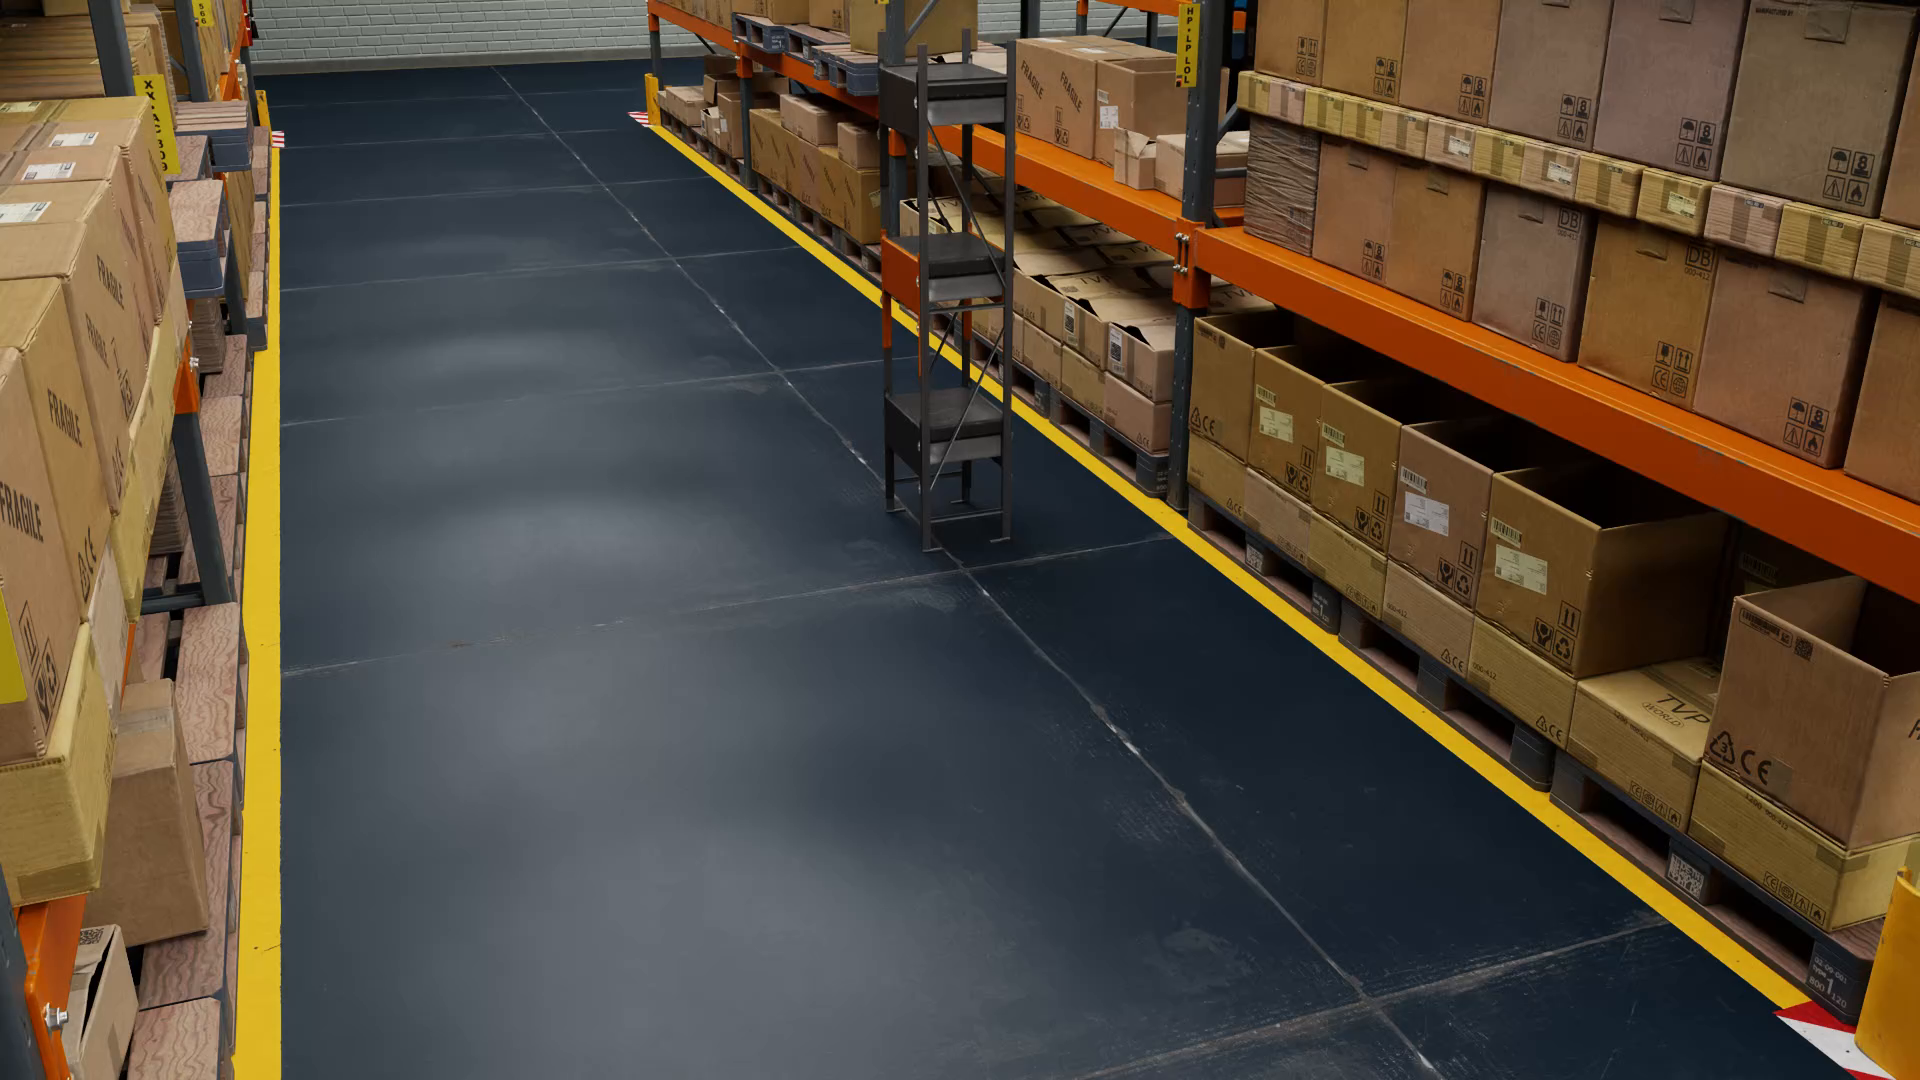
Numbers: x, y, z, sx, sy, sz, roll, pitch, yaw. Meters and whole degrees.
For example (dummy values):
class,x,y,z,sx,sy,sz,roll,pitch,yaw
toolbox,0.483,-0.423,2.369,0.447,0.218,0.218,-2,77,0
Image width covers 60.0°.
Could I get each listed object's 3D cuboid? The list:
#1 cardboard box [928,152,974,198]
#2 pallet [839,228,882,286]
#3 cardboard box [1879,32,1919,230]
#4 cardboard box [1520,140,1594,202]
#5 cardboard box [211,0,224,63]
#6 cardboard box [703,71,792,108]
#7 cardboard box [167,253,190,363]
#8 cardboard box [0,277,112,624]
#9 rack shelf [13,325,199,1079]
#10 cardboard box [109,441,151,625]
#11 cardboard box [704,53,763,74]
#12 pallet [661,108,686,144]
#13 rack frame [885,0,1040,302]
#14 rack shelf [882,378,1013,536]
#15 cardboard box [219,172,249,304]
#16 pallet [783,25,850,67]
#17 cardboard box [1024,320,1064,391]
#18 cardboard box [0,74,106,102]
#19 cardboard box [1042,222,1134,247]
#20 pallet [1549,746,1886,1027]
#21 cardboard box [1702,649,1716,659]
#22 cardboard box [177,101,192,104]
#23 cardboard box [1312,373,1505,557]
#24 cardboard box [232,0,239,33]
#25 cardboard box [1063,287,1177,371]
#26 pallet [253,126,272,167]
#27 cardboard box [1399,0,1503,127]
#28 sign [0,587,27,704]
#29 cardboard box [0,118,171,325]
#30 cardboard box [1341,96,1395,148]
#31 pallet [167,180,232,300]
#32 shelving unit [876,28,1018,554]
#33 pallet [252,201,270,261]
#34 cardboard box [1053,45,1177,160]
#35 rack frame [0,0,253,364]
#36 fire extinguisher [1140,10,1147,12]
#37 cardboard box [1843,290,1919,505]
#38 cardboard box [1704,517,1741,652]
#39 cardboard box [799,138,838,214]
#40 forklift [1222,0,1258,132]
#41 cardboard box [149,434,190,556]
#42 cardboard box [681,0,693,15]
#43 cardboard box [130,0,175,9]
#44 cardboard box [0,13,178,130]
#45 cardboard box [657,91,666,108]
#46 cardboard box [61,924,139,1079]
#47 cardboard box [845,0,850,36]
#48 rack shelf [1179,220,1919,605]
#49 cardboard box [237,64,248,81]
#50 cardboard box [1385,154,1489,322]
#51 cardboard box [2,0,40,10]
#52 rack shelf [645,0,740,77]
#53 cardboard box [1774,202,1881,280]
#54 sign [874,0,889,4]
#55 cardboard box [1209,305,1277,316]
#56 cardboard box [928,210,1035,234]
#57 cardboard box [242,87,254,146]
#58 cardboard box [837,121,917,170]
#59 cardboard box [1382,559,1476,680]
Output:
class,x,y,z,sx,sy,sz,roll,pitch,yaw
cardboard box,-0.061,-2.492,11.953,0.500,0.500,0.500,-9,25,-21
pallet,-0.206,-2.039,11.816,1.003,0.211,1.213,-8,24,-19
cardboard box,2.677,-0.975,3.902,0.700,0.500,0.500,-8,24,-19
cardboard box,1.986,-1.162,5.180,0.380,0.149,0.250,-9,24,-20
cardboard box,-5.084,-3.331,10.752,0.500,0.500,0.500,-8,24,-17
cardboard box,-2.059,-4.235,16.084,0.797,0.503,0.637,-8,24,-19
cardboard box,-2.746,-0.723,5.270,0.500,0.250,0.500,-8,24,-19
cardboard box,-1.837,-0.141,2.924,0.500,0.500,0.500,-8,24,-19
rack shelf,-2.491,0.145,3.970,1.077,0.370,4.000,-8,24,-19
cardboard box,-2.031,0.007,3.539,0.500,0.250,0.500,-9,24,-20
cardboard box,-2.381,-4.841,17.526,0.500,0.500,0.500,-8,24,-19
pallet,-2.494,-4.352,17.304,1.003,0.211,1.213,-8,24,-19
rack frame,0.023,-3.047,10.618,1.000,3.000,0.127,-8,24,-19
rack shelf,-0.058,-0.370,7.262,0.431,0.518,0.480,-8,24,-19
cardboard box,-4.747,-1.854,10.015,0.750,0.750,0.750,-9,24,-20
pallet,-0.669,-3.665,12.330,1.003,0.211,1.213,-8,24,-19
cardboard box,0.660,-1.001,8.763,0.500,0.250,0.500,-8,24,-18
cardboard box,-3.345,-1.351,5.899,0.700,0.500,0.500,-8,24,-19
cardboard box,0.803,-1.704,9.708,0.500,0.311,0.500,-9,24,-19
pallet,2.539,0.872,4.909,1.003,0.211,1.213,-8,24,-19
cardboard box,2.511,0.345,5.570,0.500,0.250,0.500,-8,24,-19
cardboard box,-4.510,-2.411,9.406,0.380,0.149,0.250,-9,24,-20
cardboard box,1.660,-0.291,6.113,0.500,0.500,0.500,-8,24,-19
cardboard box,-6.719,-4.686,14.121,0.980,0.700,0.700,-10,25,-22
cardboard box,0.835,-1.075,8.216,0.500,0.311,0.500,-8,24,-18
pallet,-7.081,-3.708,15.777,1.003,0.211,1.213,-8,24,-19
cardboard box,1.954,-1.712,5.651,0.700,0.500,0.500,-8,24,-19
sign,-1.277,0.067,2.114,0.100,0.325,0.005,-8,24,-19
cardboard box,-2.559,-0.889,4.698,0.500,0.500,0.500,-8,24,-19
cardboard box,1.625,-1.535,6.066,0.380,0.149,0.250,-9,24,-19
pallet,-3.331,-1.122,6.298,1.003,0.211,1.213,-8,24,-19
shelving unit,-0.058,-1.028,6.985,0.431,2.100,0.503,-8,24,-19
pallet,-5.680,-2.265,12.352,1.003,0.211,1.213,-8,24,-19
cardboard box,0.817,-2.295,8.704,0.500,0.500,0.500,-8,24,-19
rack frame,-4.610,-2.366,9.002,1.000,3.000,0.127,-8,24,-19
fire extinguisher,2.204,-6.542,19.489,0.296,0.674,0.183,-8,24,-19
cardboard box,2.696,-0.358,4.109,0.700,0.500,0.500,-8,24,-19
cardboard box,2.500,0.001,5.420,0.500,0.500,0.500,-8,24,-19
cardboard box,-0.901,-2.784,12.645,0.500,0.500,0.500,-9,25,-21
forklift,2.005,-2.847,10.231,1.130,2.935,3.031,-4,23,-10
cardboard box,-3.473,-0.229,6.583,0.700,0.500,0.500,-7,24,-17
cardboard box,-2.357,-5.252,15.719,0.500,0.500,0.500,-8,24,-18
cardboard box,-4.540,-3.115,9.276,0.500,0.250,0.500,-8,24,-18
cardboard box,-4.212,-2.246,8.023,0.700,0.500,0.500,-11,25,-24
cardboard box,-2.977,-4.644,17.510,0.380,0.149,0.250,-8,24,-19
cardboard box,-2.146,1.106,3.660,0.500,0.311,0.500,-6,24,-15
cardboard box,-0.450,-3.859,11.874,0.700,0.500,0.500,-4,23,-9
rack shelf,2.142,-0.536,5.585,1.077,0.370,4.000,-8,24,-19
cardboard box,-6.880,-4.351,15.555,0.380,0.149,0.250,-9,24,-20
cardboard box,1.964,-1.106,5.884,0.700,0.500,0.500,-8,24,-18
cardboard box,-5.013,-3.034,9.082,0.500,0.250,0.500,-8,24,-18
rack shelf,-2.097,-4.896,15.930,1.077,0.370,4.000,-8,24,-19
cardboard box,2.351,-0.786,4.289,0.380,0.149,0.250,-9,24,-20
sign,-0.482,-3.467,10.224,0.100,0.325,0.005,-8,24,-19
cardboard box,1.523,-0.963,7.951,0.500,0.311,0.500,-8,24,-19
cardboard box,0.126,-1.812,9.965,0.500,0.311,0.500,-9,24,-20
cardboard box,-6.919,-3.892,15.301,0.700,0.500,0.500,-8,24,-19
cardboard box,-0.551,-2.771,11.650,0.500,0.250,0.500,-7,24,-17
cardboard box,1.842,0.235,5.829,0.500,0.250,0.500,-8,24,-19
